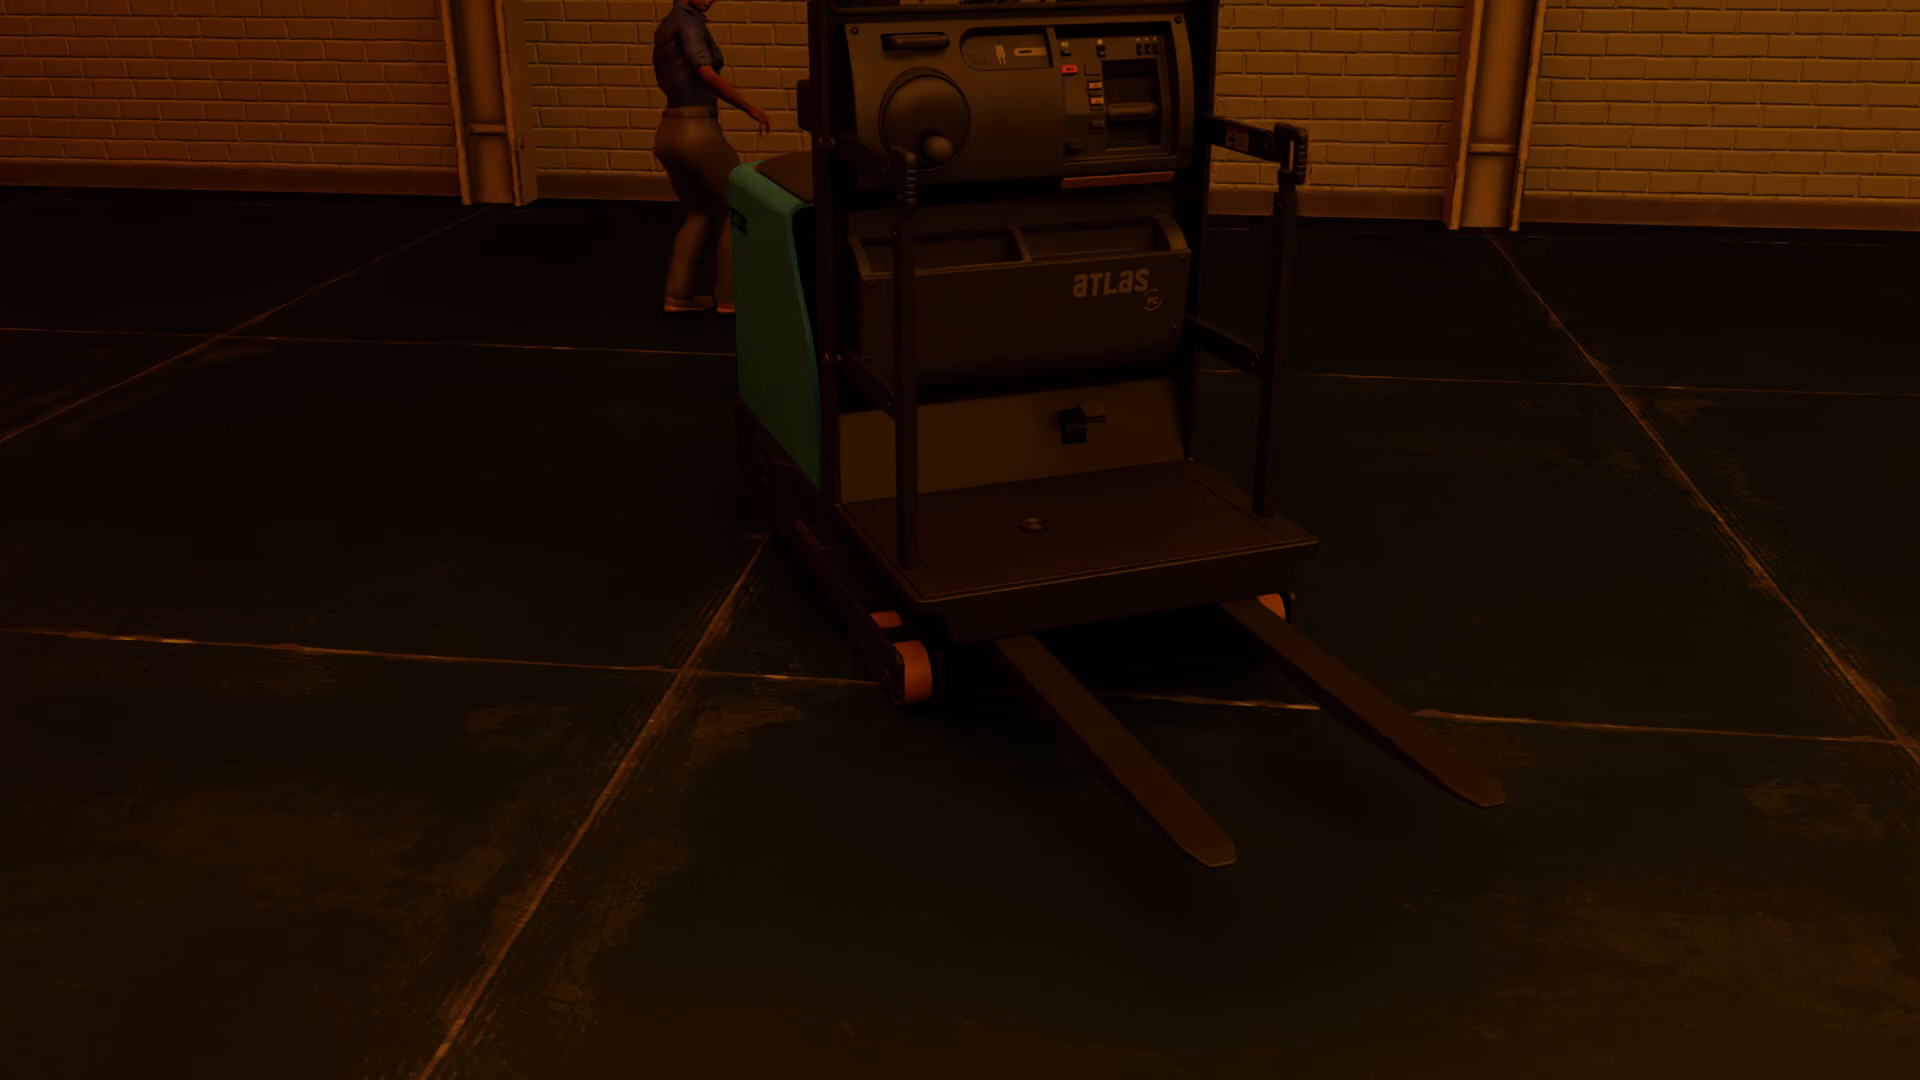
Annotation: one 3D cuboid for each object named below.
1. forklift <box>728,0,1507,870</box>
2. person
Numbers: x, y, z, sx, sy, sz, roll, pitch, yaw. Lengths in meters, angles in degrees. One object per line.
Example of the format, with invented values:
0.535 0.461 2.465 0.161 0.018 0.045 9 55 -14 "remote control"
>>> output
0.241 -1.120 4.035 1.130 2.935 3.031 -8 23 -19 "forklift"
-1.167 -1.817 7.579 0.471 1.609 0.678 -15 27 -33 "person"
